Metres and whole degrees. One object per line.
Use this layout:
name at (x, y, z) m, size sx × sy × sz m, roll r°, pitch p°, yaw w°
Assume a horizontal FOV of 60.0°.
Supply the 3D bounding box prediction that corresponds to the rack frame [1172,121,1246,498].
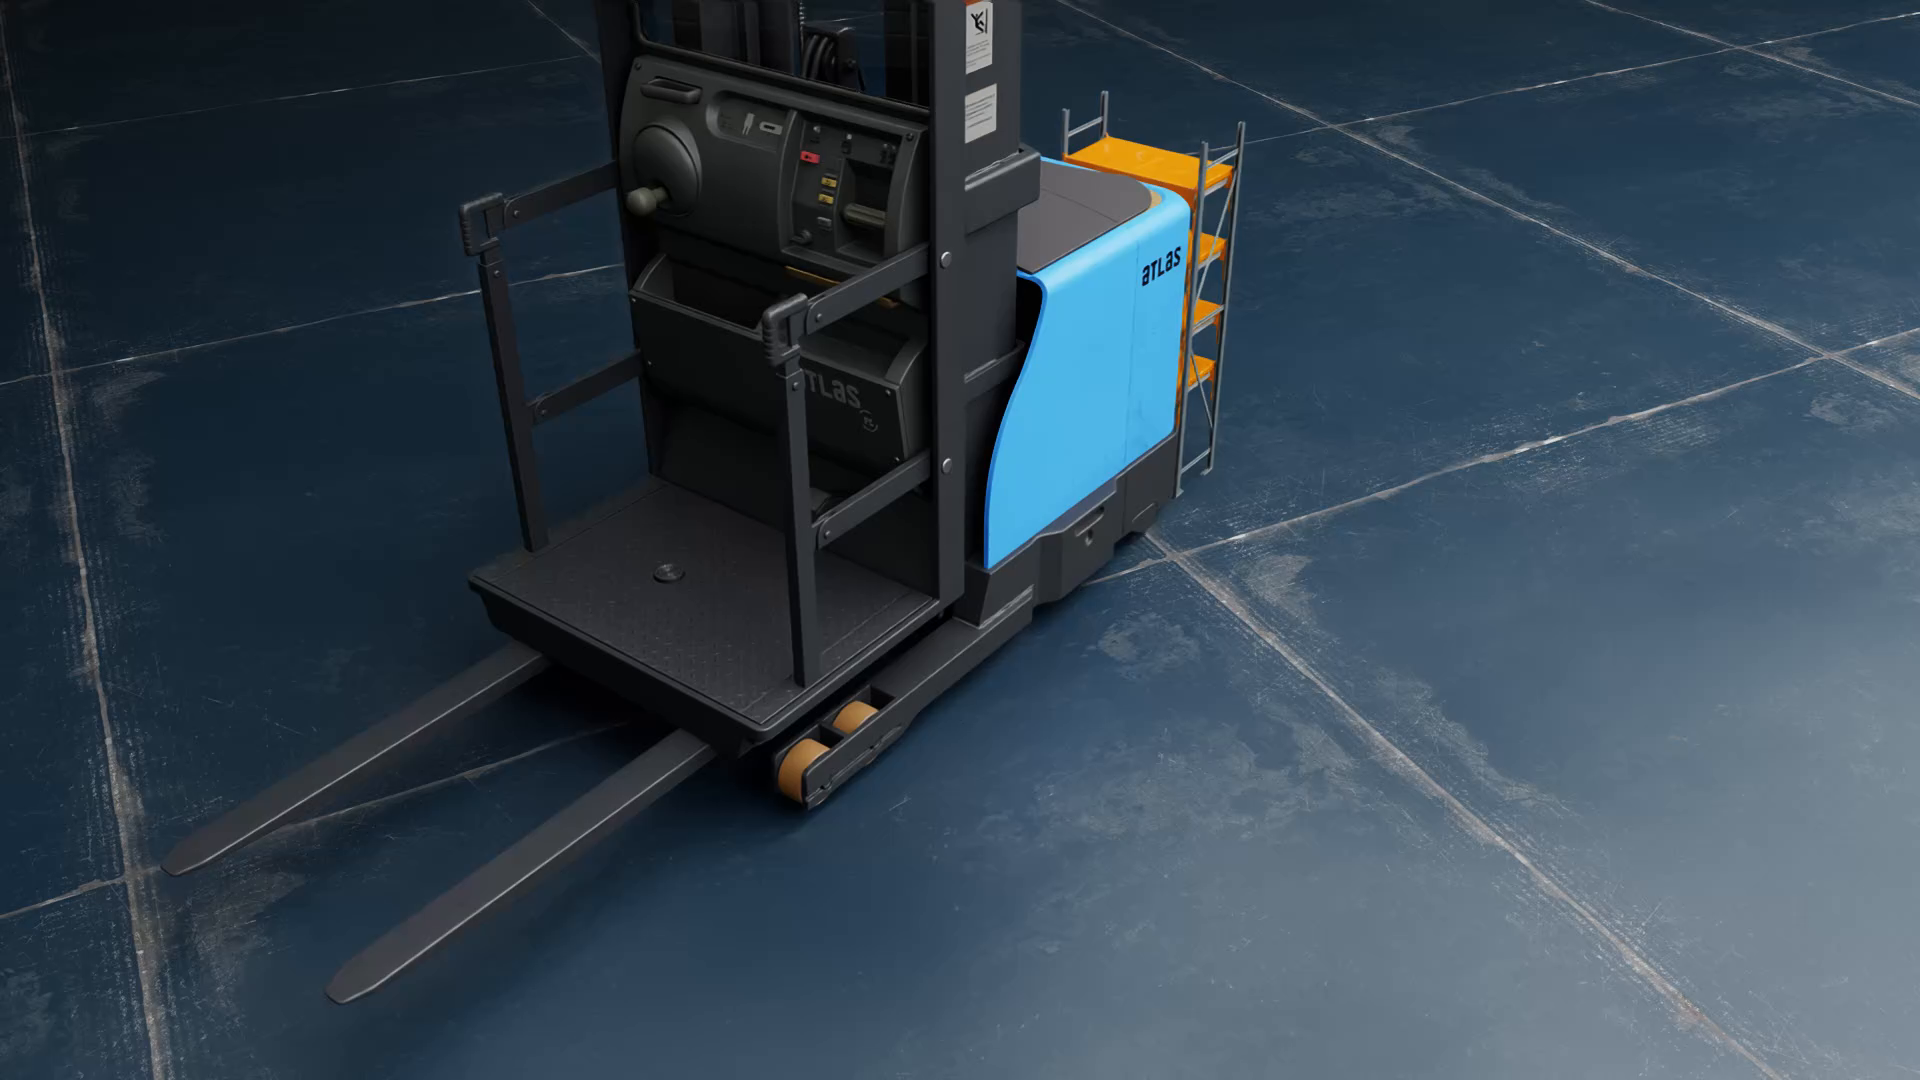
rack frame at (0.776, -0.695, 5.223) m, size 0.015 × 1.200 × 0.240 m, roll 22°, pitch 39°, yaw 31°

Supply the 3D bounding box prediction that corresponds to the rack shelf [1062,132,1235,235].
rack shelf at (0.582, -1.106, 5.135) m, size 0.480 × 0.148 × 0.258 m, roll 22°, pitch 39°, yaw 31°

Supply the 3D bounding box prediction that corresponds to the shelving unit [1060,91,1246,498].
shelving unit at (0.582, -0.775, 5.347) m, size 0.503 × 1.200 × 0.258 m, roll 22°, pitch 39°, yaw 31°

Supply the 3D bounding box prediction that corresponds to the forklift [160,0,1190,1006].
forklift at (-0.605, -0.863, 3.881) m, size 1.130 × 2.935 × 3.031 m, roll 22°, pitch 39°, yaw 31°

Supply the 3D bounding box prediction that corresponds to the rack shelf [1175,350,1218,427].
rack shelf at (0.582, -0.551, 5.490) m, size 0.480 × 0.148 × 0.258 m, roll 22°, pitch 39°, yaw 31°

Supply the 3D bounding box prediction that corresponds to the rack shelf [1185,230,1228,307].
rack shelf at (0.582, -0.907, 5.263) m, size 0.480 × 0.148 × 0.258 m, roll 22°, pitch 39°, yaw 31°

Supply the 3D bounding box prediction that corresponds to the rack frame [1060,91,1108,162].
rack frame at (0.388, -0.855, 5.471) m, size 0.015 × 1.200 × 0.240 m, roll 22°, pitch 39°, yaw 31°

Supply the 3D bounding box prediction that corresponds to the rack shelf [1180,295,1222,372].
rack shelf at (0.582, -0.718, 5.383) m, size 0.480 × 0.148 × 0.258 m, roll 22°, pitch 39°, yaw 31°
